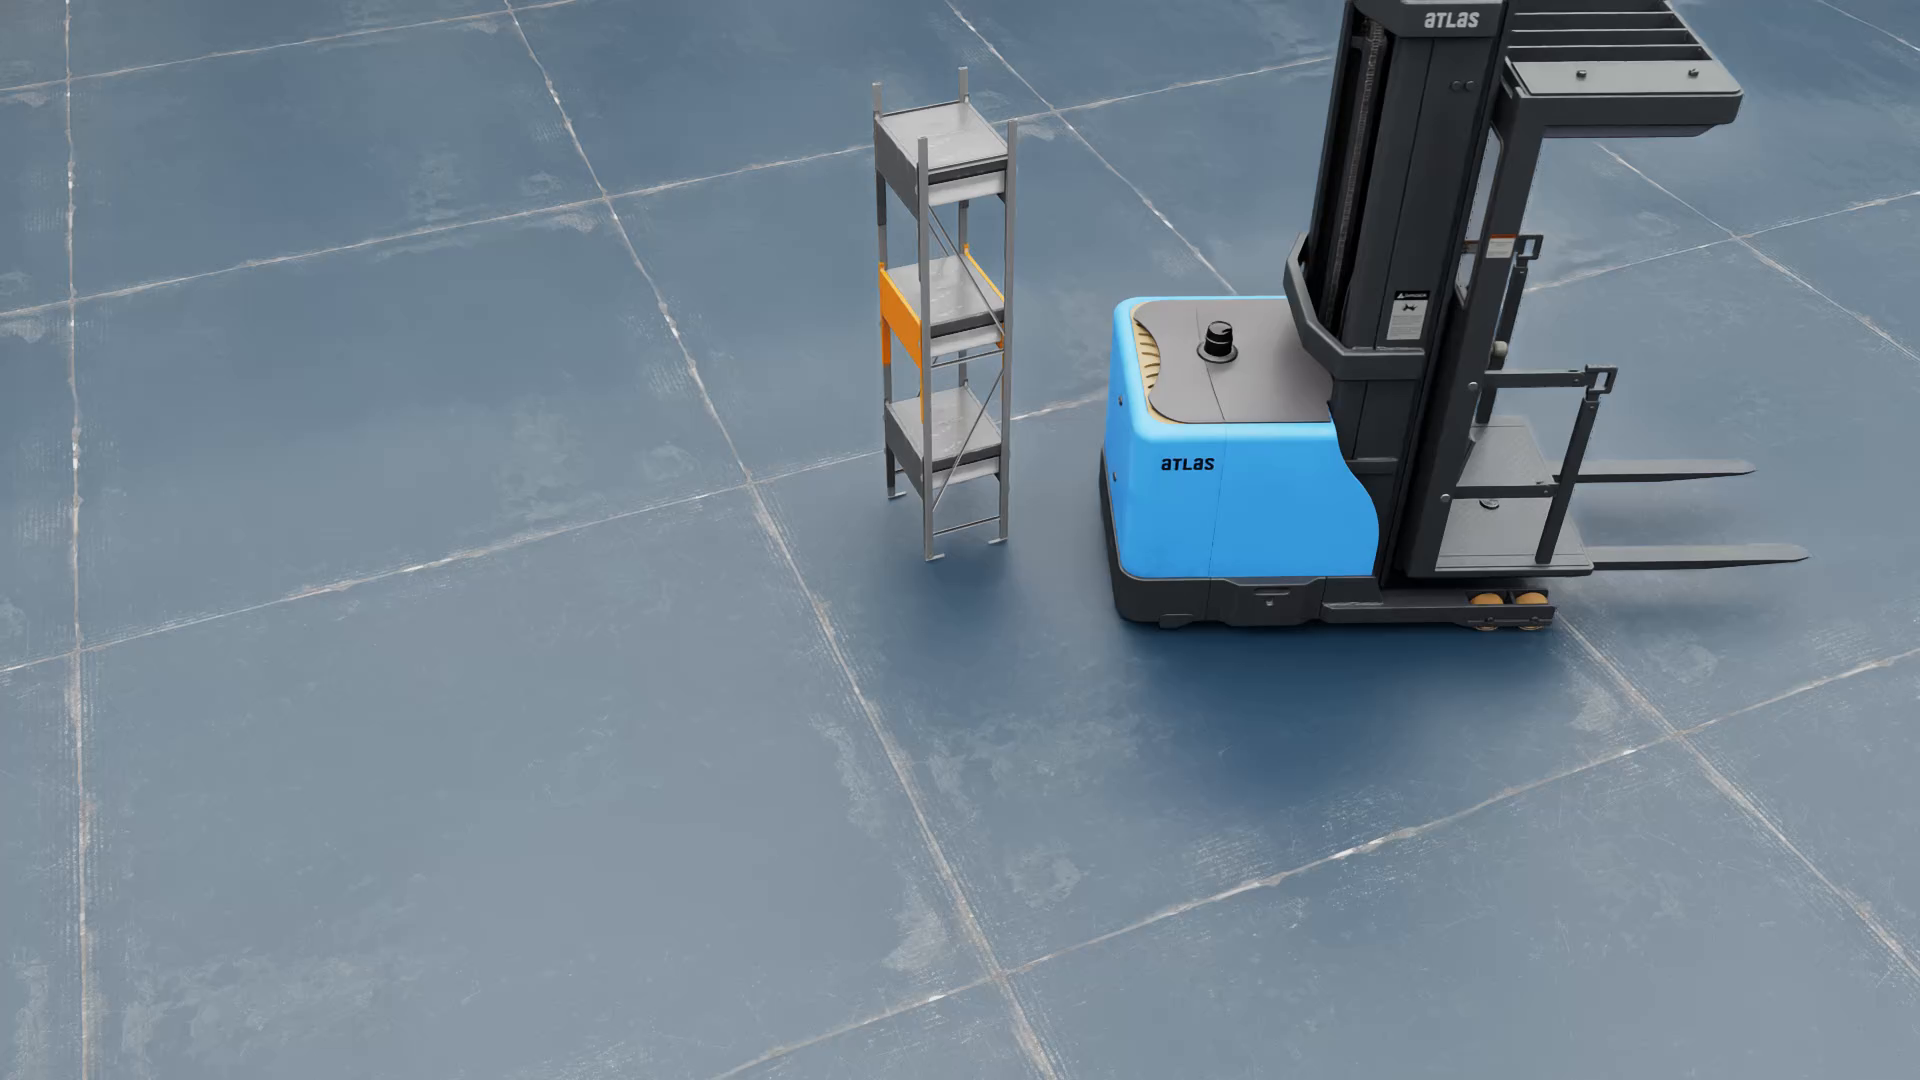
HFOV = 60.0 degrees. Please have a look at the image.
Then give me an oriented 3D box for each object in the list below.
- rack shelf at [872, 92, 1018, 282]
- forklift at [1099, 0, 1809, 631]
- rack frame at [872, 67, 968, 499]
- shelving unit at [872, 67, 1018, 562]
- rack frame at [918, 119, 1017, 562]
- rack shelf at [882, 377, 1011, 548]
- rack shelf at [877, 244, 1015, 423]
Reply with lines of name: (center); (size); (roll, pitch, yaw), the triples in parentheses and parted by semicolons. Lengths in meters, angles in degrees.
rack shelf: (-0.063, -1.416, 6.652); (0.431, 0.518, 0.480); (-15, 43, -17)
forklift: (2.180, -1.066, 6.660); (3.031, 2.935, 1.130); (-1, 41, -1)
rack frame: (-0.157, -1.043, 7.271); (0.400, 2.100, 0.015); (-15, 43, -17)
shelving unit: (-0.063, -0.896, 7.100); (0.431, 2.100, 0.503); (-15, 43, -17)
rack frame: (0.030, -0.749, 6.929); (0.400, 2.100, 0.015); (-15, 43, -17)
rack shelf: (-0.063, -0.355, 7.565); (0.431, 0.518, 0.480); (-15, 43, -17)
rack shelf: (-0.063, -0.885, 7.109); (0.431, 0.518, 0.480); (-15, 43, -17)
